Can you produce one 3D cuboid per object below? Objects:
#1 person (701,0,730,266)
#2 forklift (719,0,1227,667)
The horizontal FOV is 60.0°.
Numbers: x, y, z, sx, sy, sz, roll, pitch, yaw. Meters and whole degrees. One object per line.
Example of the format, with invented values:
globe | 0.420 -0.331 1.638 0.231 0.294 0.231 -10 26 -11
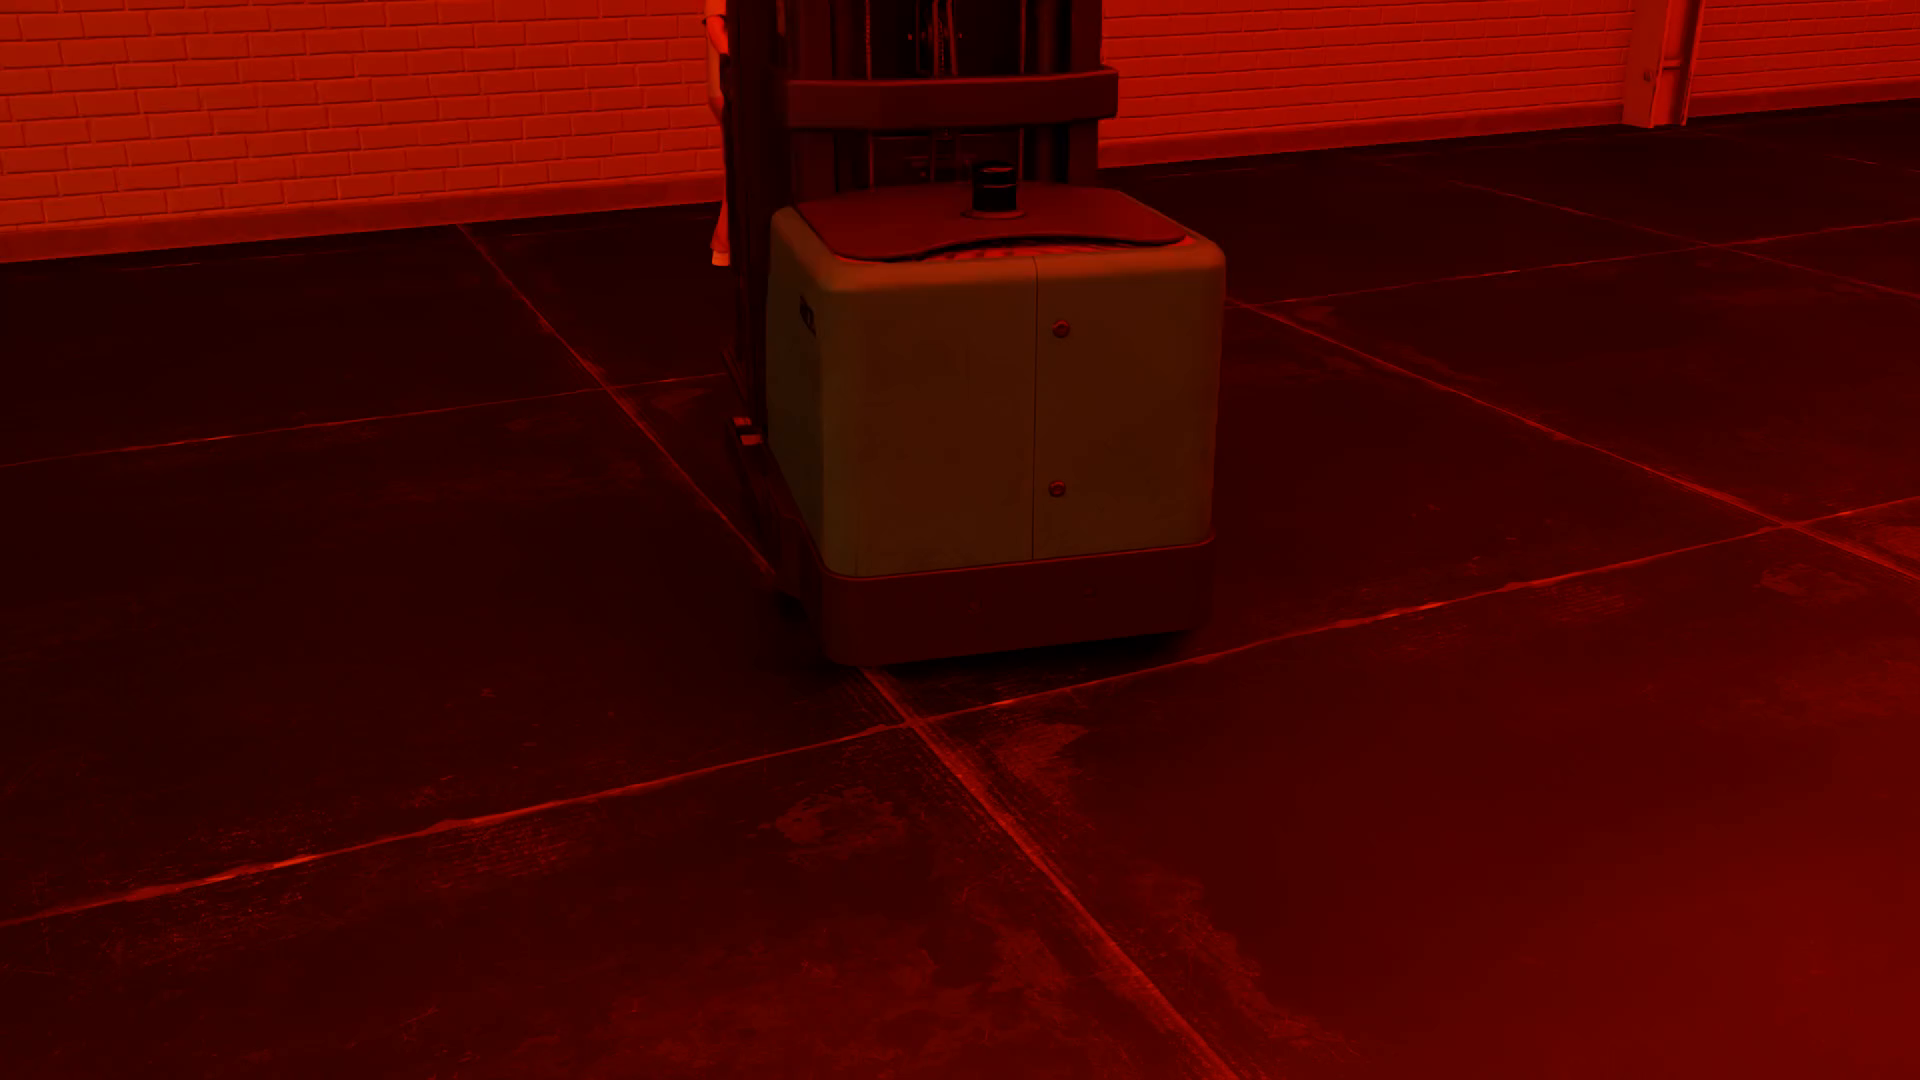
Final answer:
person | -1.036 -2.175 8.199 0.481 1.650 0.660 -6 23 -15
forklift | -0.193 -1.573 5.072 1.130 2.935 3.031 -6 23 -13
